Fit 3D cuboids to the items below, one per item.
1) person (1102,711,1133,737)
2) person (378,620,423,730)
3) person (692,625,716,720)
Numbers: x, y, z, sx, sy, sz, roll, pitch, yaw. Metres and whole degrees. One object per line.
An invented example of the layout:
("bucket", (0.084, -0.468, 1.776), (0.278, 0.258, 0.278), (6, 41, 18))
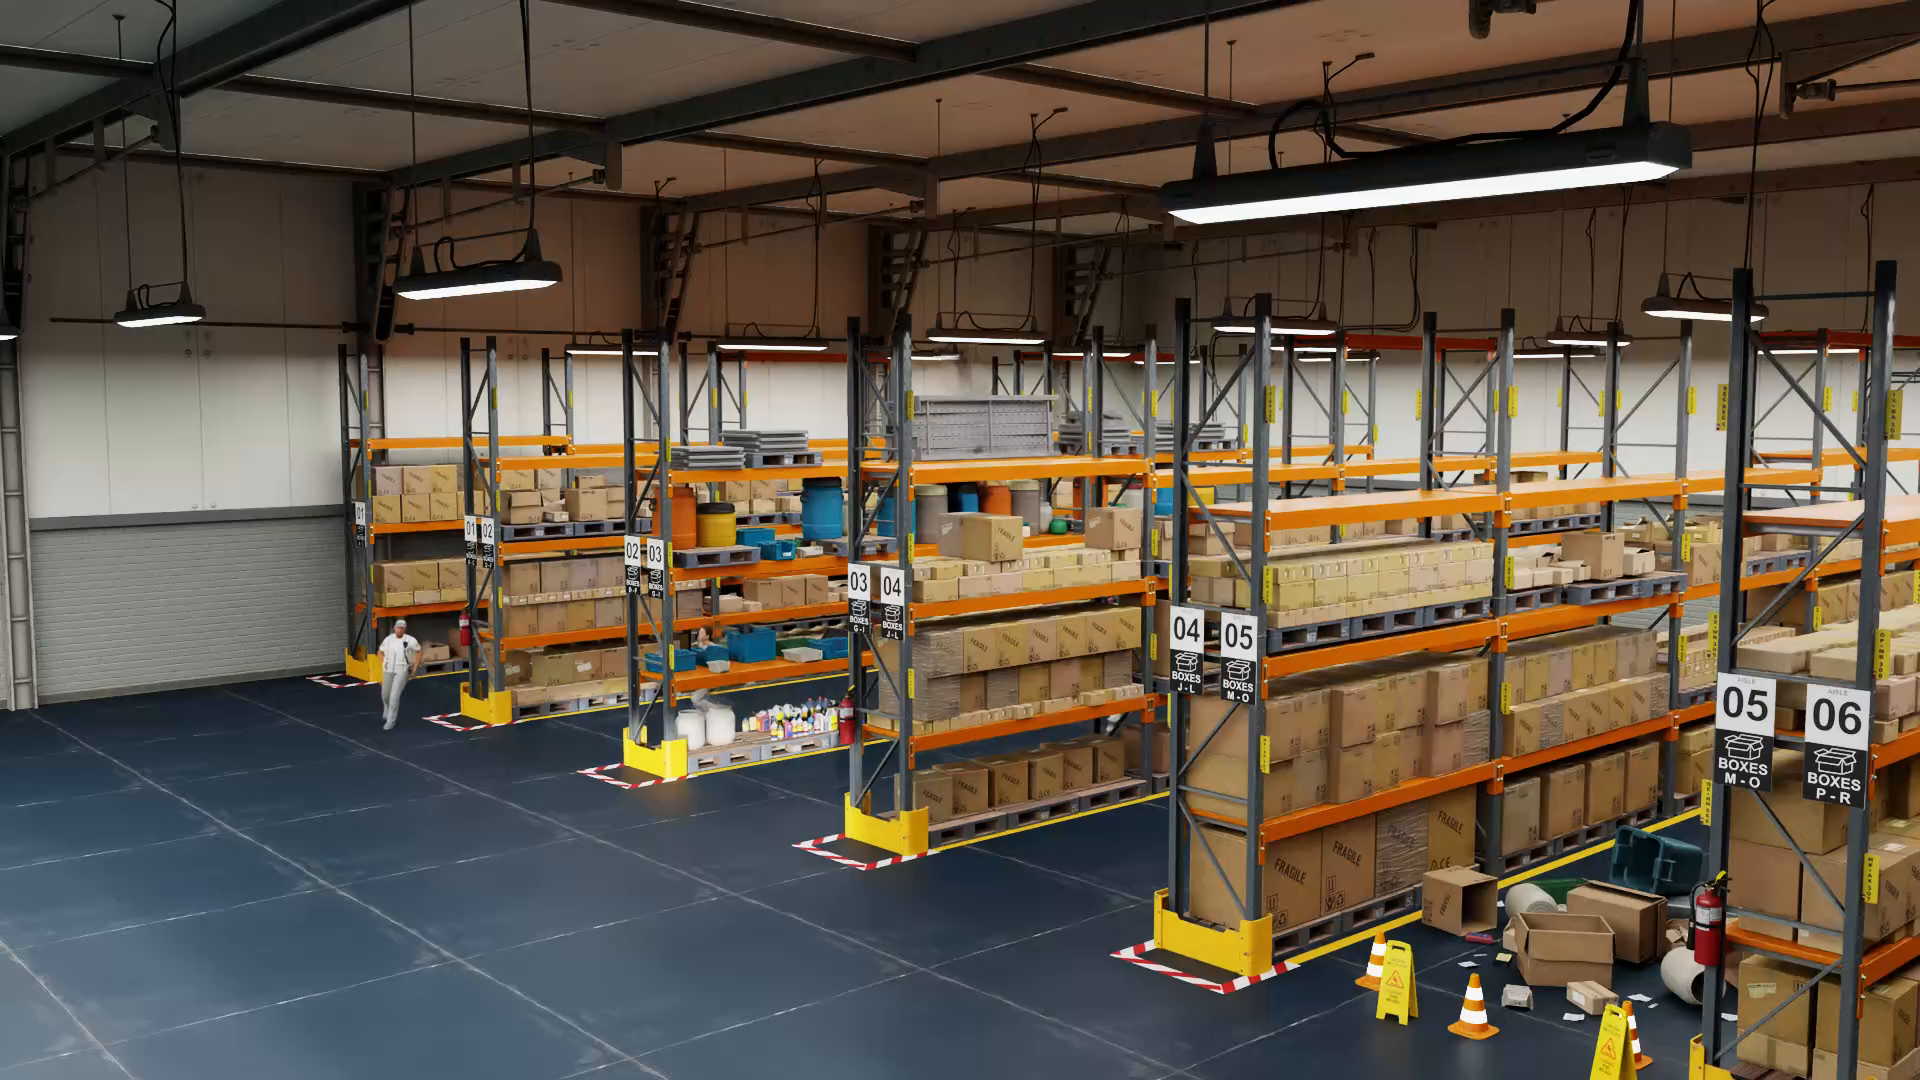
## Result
("person", (2.347, 2.039, 24.821), (0.656, 1.770, 0.908), (4, 7, 39))
("person", (-8.685, 2.048, 25.760), (0.696, 1.655, 0.799), (0, 5, -4))
("person", (-3.860, 2.103, 25.076), (0.523, 1.629, 0.624), (-4, 7, -40))
